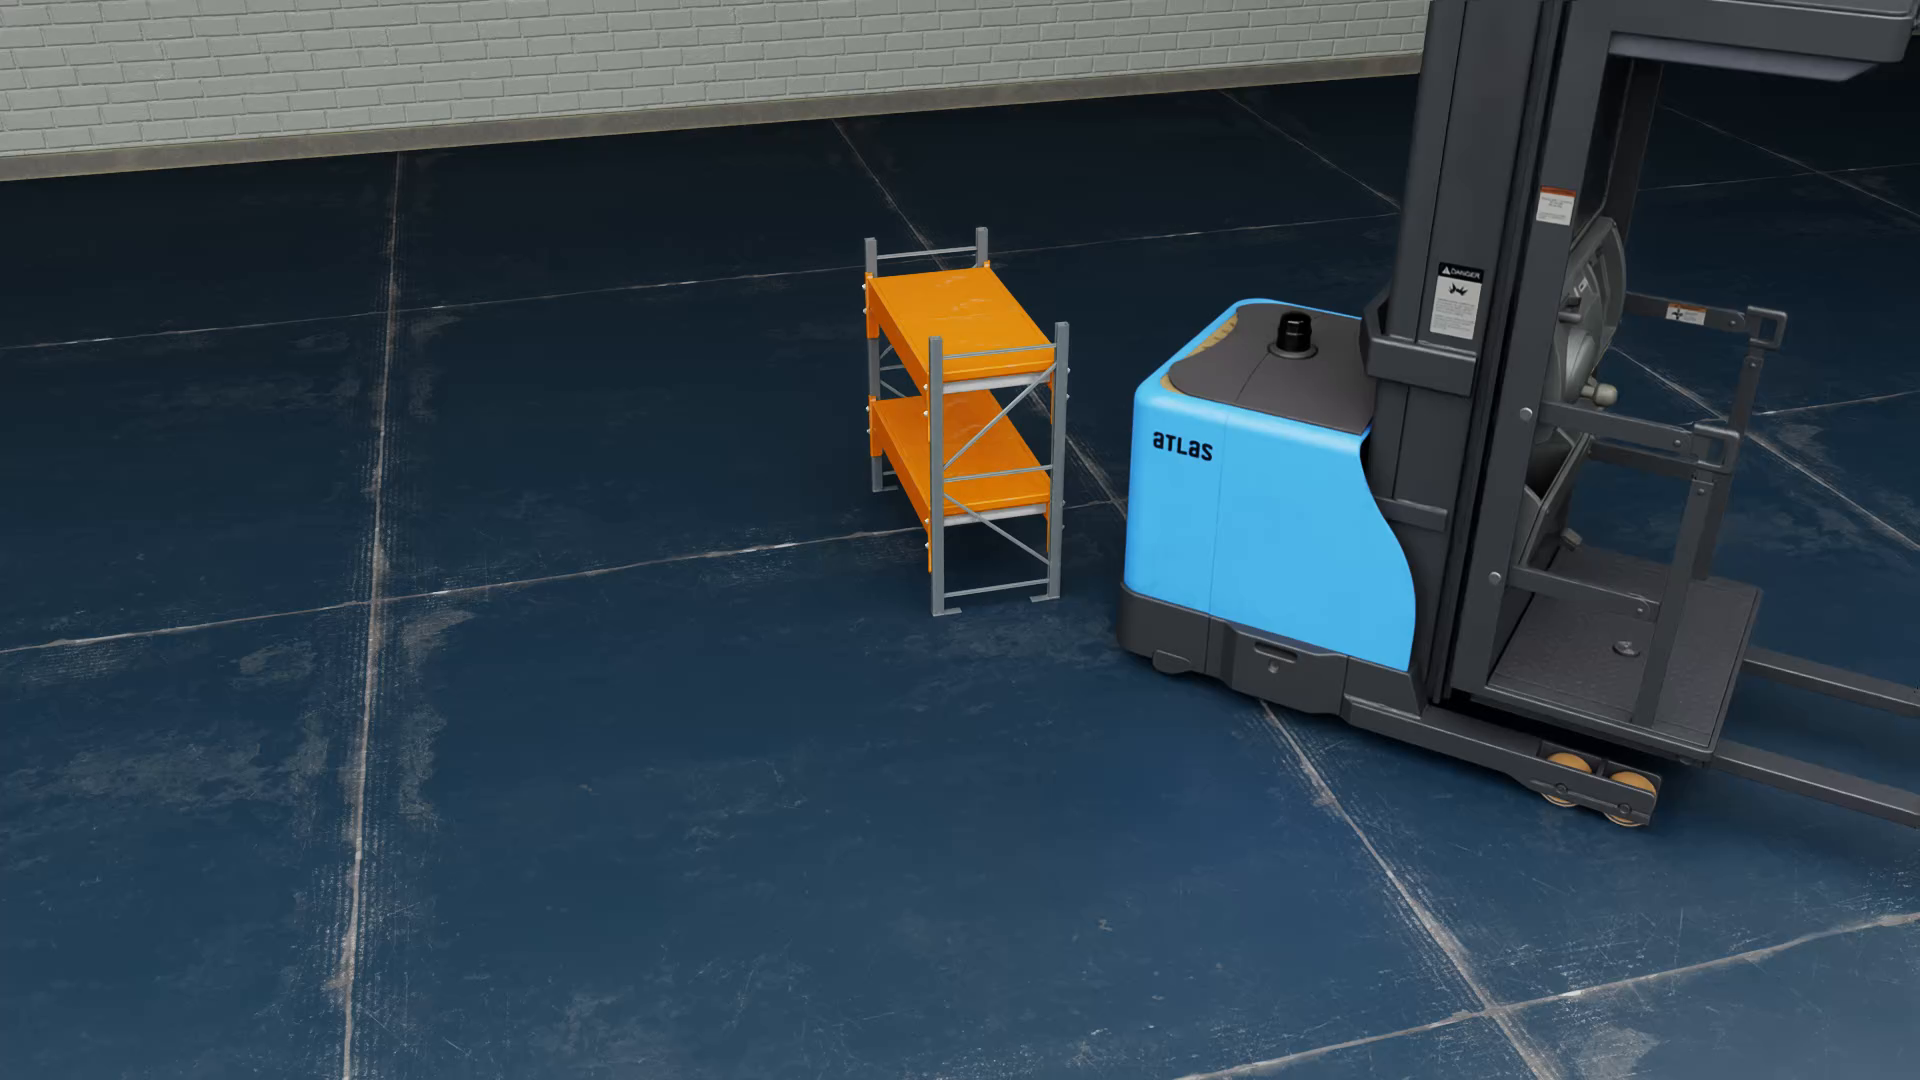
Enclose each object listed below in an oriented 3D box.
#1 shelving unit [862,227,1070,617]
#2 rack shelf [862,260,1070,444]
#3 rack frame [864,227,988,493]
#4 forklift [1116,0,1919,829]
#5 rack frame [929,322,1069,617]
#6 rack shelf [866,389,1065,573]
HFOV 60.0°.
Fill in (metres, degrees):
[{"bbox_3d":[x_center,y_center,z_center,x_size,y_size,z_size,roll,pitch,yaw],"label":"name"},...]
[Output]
[{"bbox_3d":[0.002,-0.484,6.463,0.538,1.125,1.048,-8,31,-13],"label":"shelving unit"},{"bbox_3d":[0.002,-0.737,6.316,0.538,0.278,1.000,-8,31,-13],"label":"rack shelf"},{"bbox_3d":[-0.133,-0.729,6.887,0.500,1.125,0.032,-8,31,-13],"label":"rack frame"},{"bbox_3d":[2.097,-0.678,4.996,3.031,2.935,1.130,16,34,26],"label":"forklift"},{"bbox_3d":[0.137,-0.238,6.038,0.500,1.125,0.032,-8,31,-13],"label":"rack frame"},{"bbox_3d":[0.002,-0.272,6.585,0.538,0.278,1.000,-8,31,-13],"label":"rack shelf"}]
